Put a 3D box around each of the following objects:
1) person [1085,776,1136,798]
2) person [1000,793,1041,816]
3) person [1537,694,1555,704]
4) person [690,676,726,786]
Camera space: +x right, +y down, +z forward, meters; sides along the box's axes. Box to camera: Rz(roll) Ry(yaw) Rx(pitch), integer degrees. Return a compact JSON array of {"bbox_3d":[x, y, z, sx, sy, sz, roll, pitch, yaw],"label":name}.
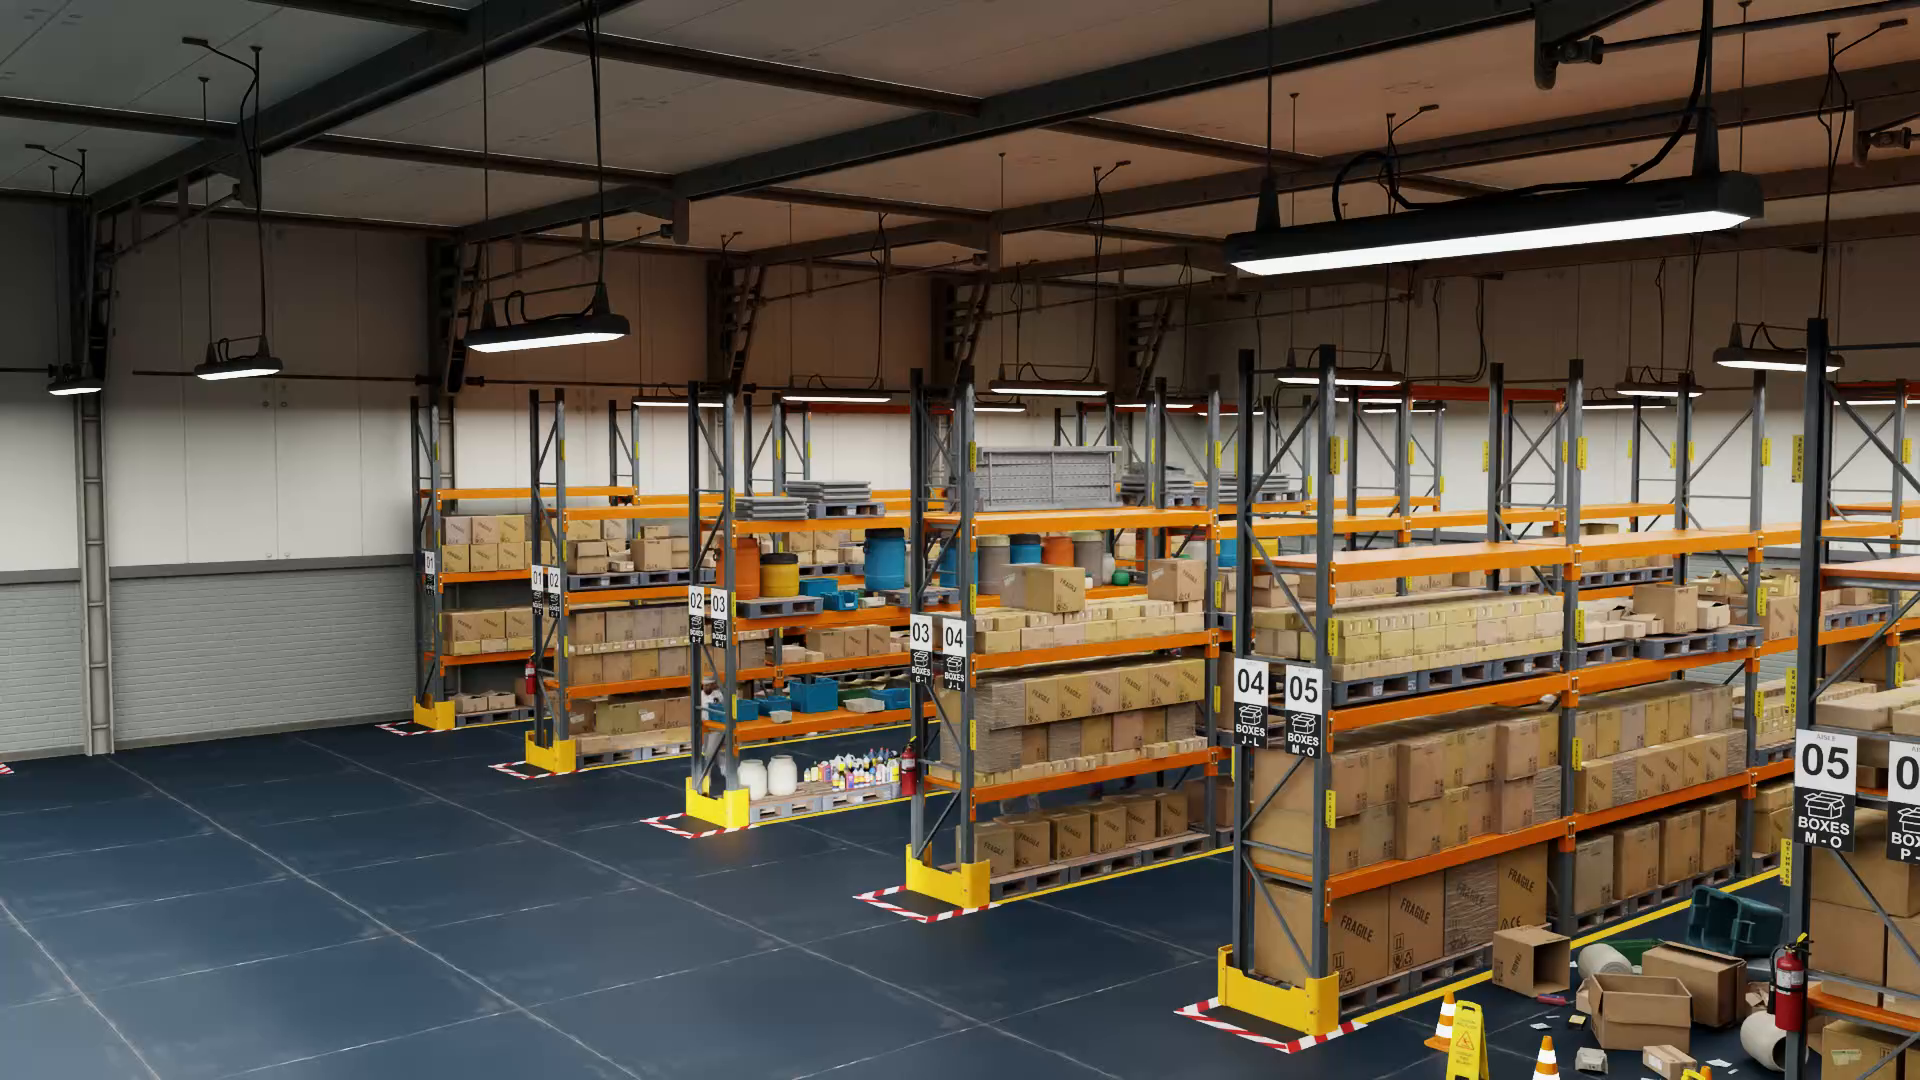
[{"bbox_3d":[2.216,2.986,24.246,0.975,1.491,0.609,-2,4,-36],"label":"person"},{"bbox_3d":[0.728,3.041,21.956,0.705,1.717,0.753,1,3,11],"label":"person"},{"bbox_3d":[8.201,2.986,23.155,0.725,1.692,0.571,-3,5,-44],"label":"person"},{"bbox_3d":[-3.780,2.852,25.301,0.552,1.665,0.787,1,3,10],"label":"person"}]
